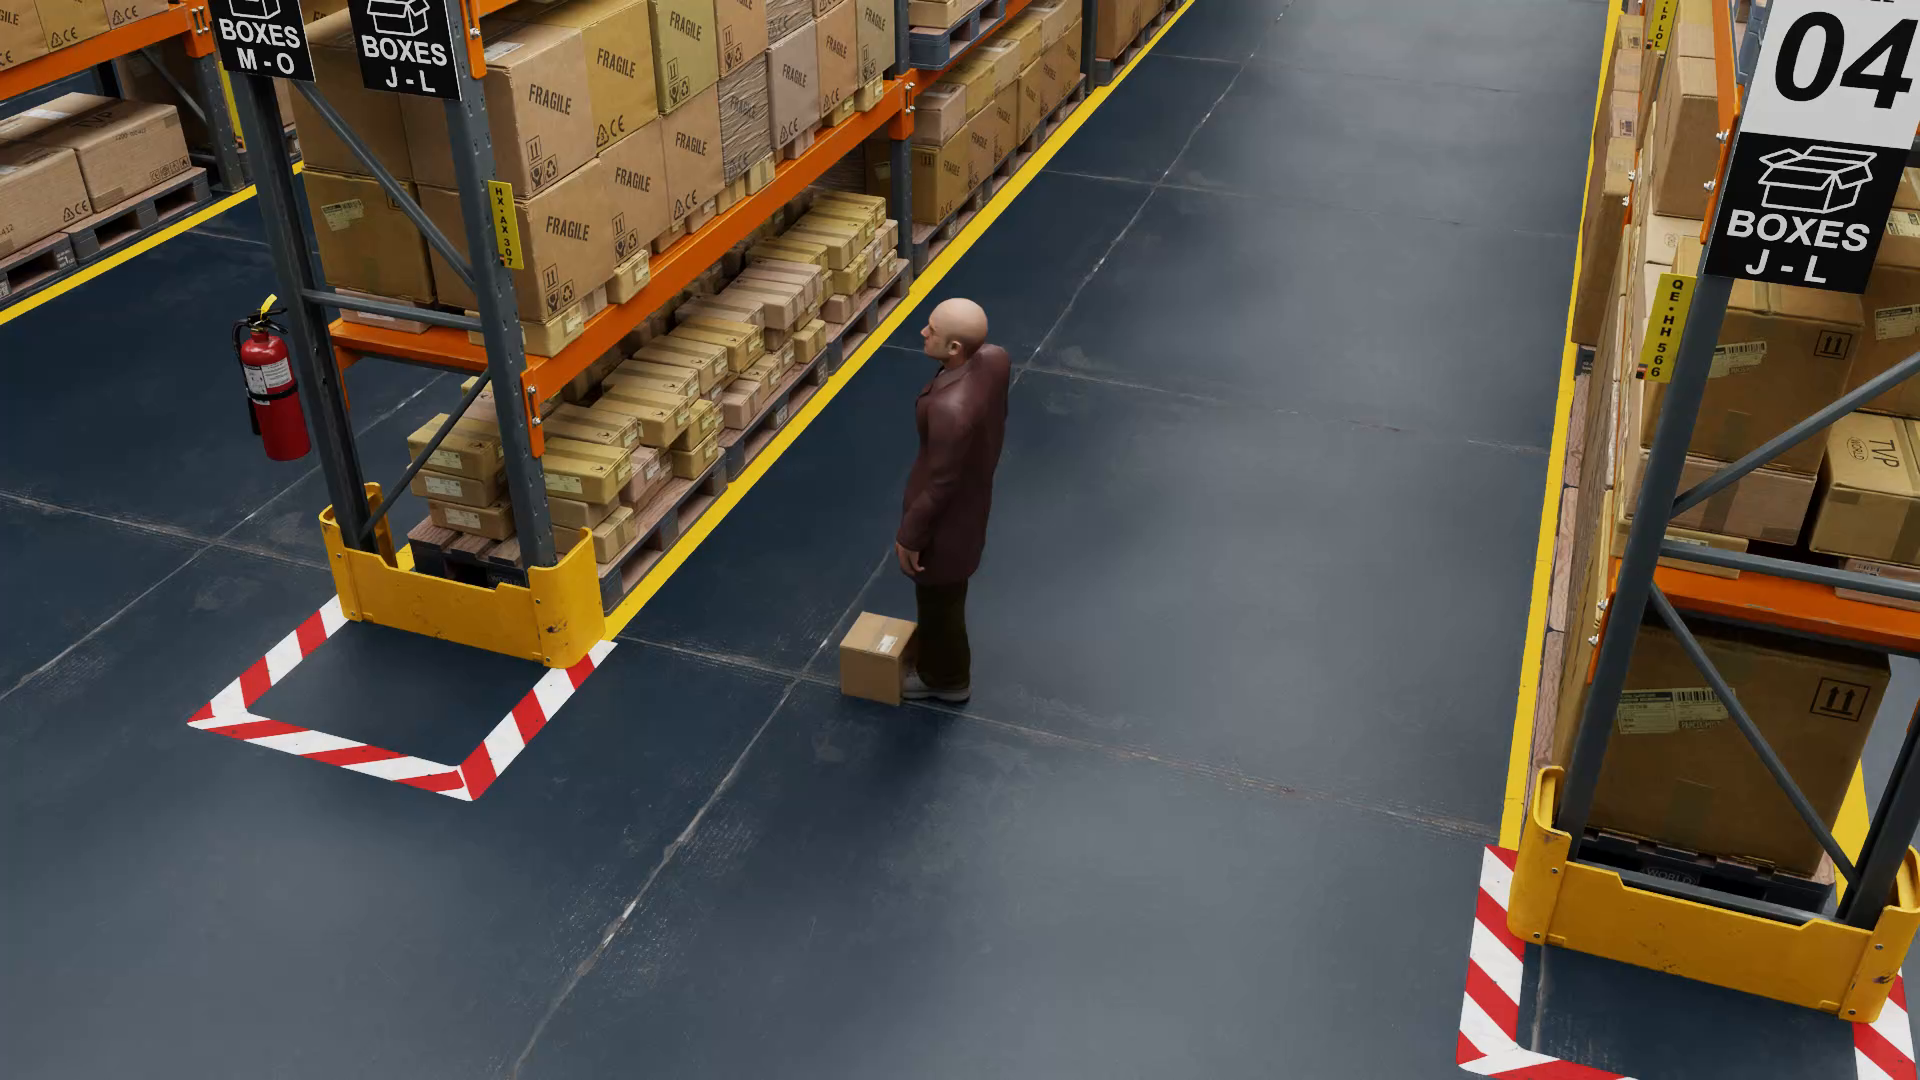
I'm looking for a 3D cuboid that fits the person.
[{"bbox_3d":[-0.138,-0.141,6.355,0.582,1.775,0.695,11,34,17],"label":"person"}]
